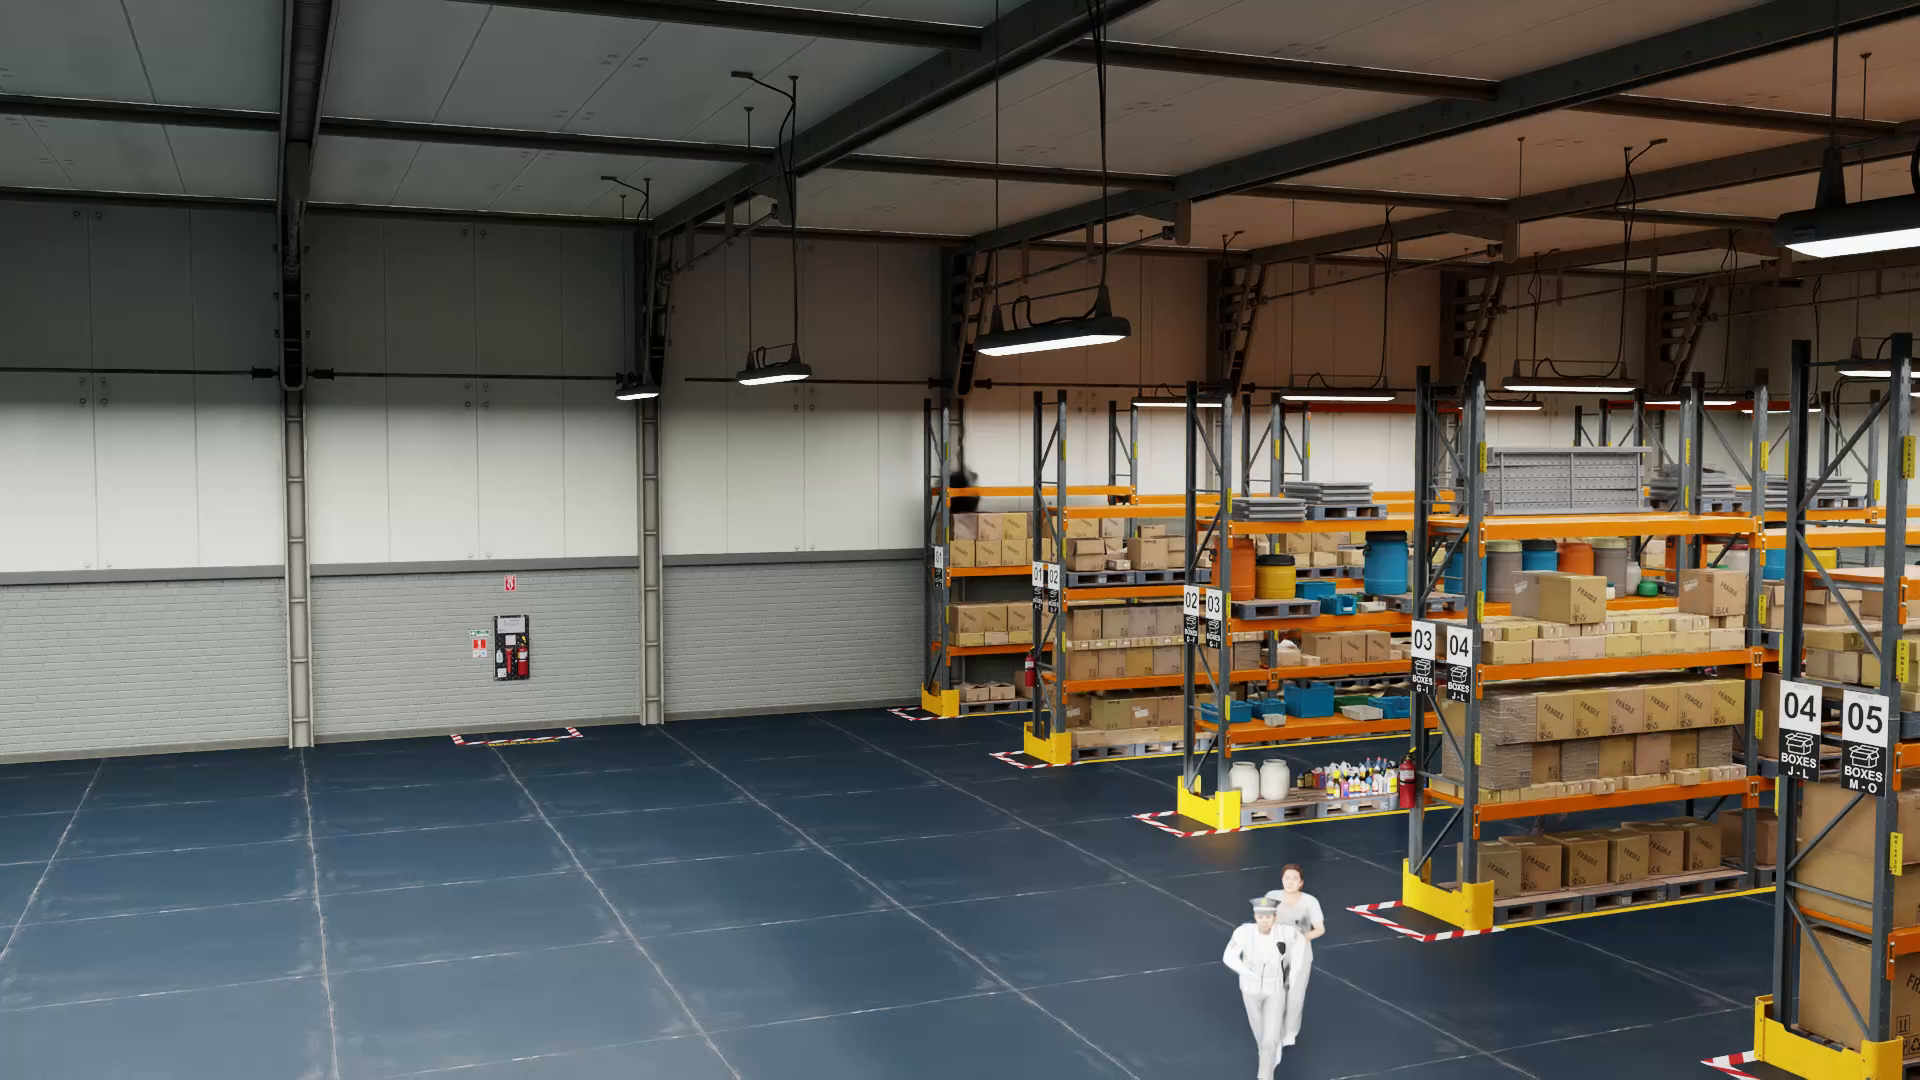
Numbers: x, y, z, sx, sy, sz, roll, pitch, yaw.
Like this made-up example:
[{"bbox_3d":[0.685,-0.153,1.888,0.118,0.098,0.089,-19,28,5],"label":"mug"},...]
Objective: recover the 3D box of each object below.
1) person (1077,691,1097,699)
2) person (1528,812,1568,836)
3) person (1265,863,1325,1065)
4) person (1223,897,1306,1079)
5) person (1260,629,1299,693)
[{"bbox_3d":[2.194,2.251,29.647,0.950,1.792,0.684,-3,4,-40],"label":"person"},{"bbox_3d":[7.819,3.066,21.999,0.894,1.701,0.608,-3,4,-38],"label":"person"},{"bbox_3d":[2.776,3.523,13.922,0.550,1.669,0.754,1,3,15],"label":"person"},{"bbox_3d":[2.399,3.569,13.088,0.612,1.695,0.992,1,4,17],"label":"person"},{"bbox_3d":[6.002,2.463,31.272,0.919,1.737,0.691,-2,4,-24],"label":"person"}]
